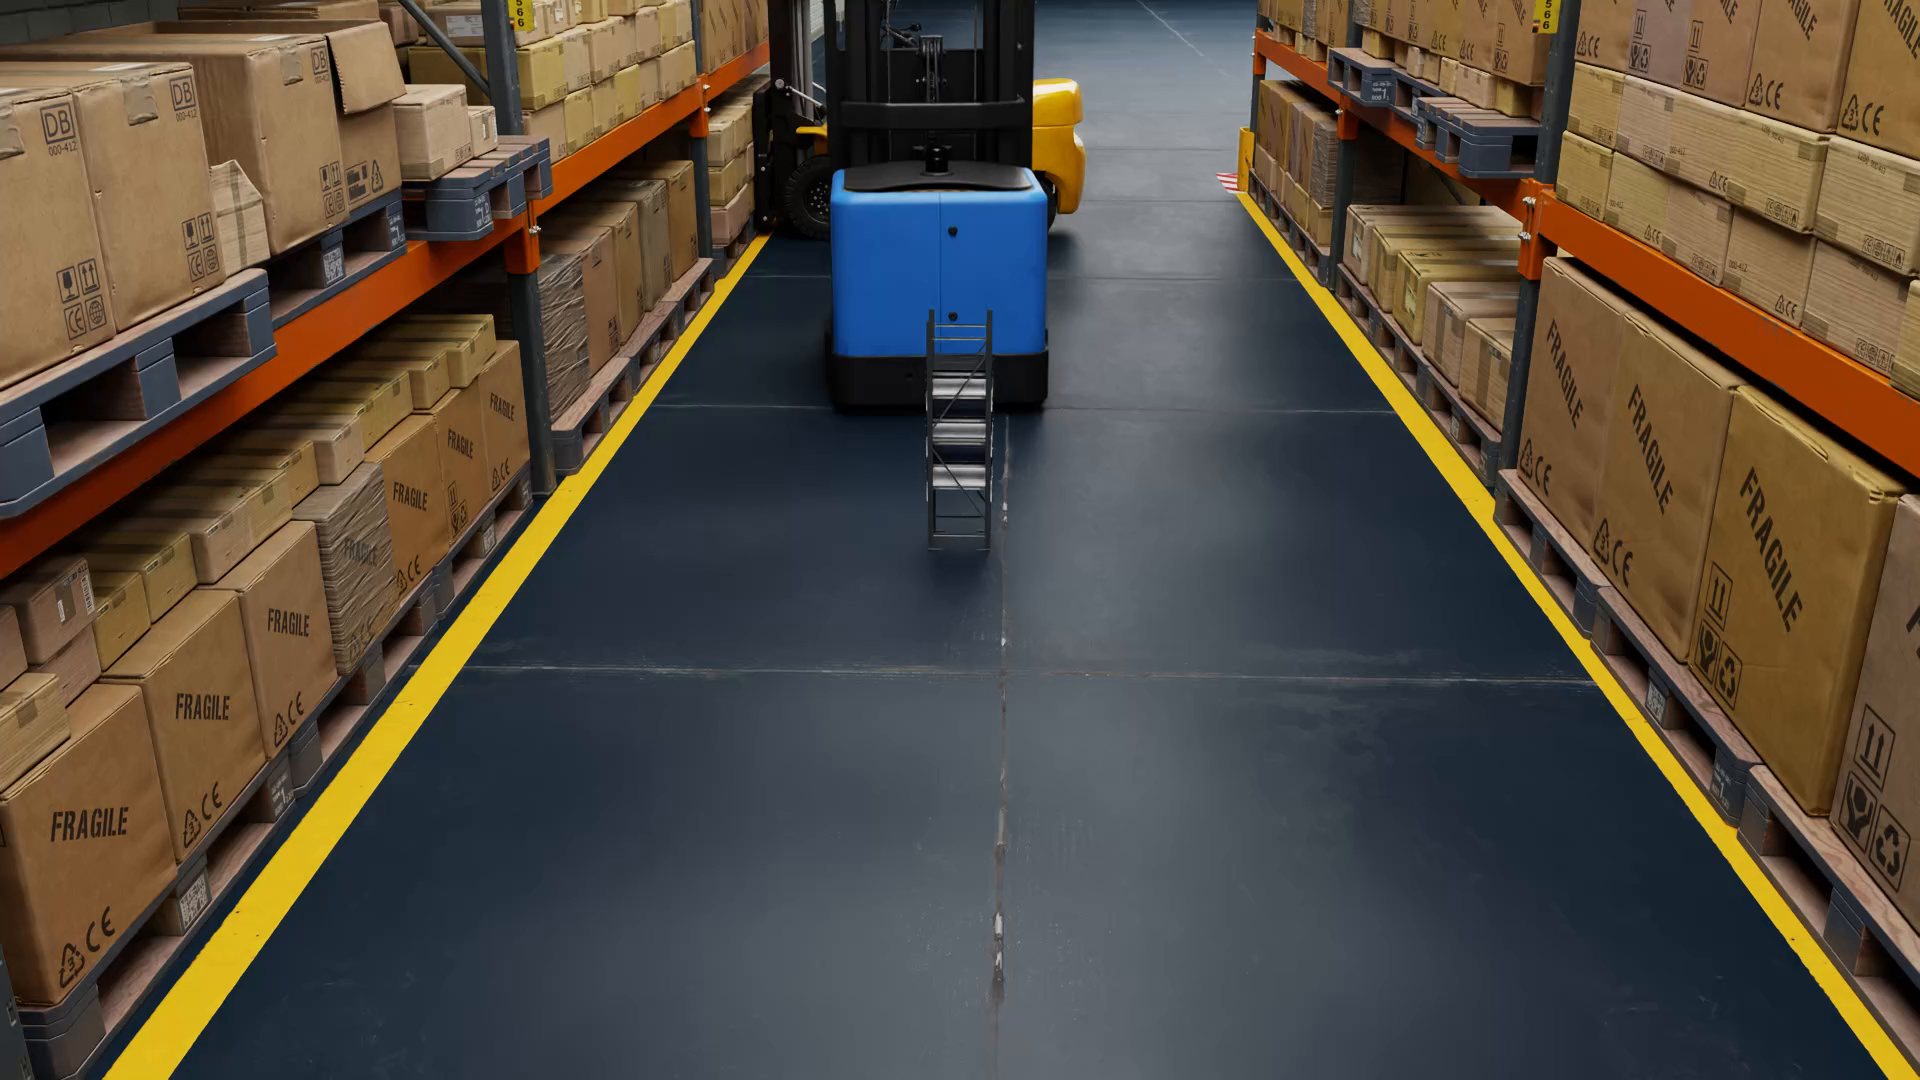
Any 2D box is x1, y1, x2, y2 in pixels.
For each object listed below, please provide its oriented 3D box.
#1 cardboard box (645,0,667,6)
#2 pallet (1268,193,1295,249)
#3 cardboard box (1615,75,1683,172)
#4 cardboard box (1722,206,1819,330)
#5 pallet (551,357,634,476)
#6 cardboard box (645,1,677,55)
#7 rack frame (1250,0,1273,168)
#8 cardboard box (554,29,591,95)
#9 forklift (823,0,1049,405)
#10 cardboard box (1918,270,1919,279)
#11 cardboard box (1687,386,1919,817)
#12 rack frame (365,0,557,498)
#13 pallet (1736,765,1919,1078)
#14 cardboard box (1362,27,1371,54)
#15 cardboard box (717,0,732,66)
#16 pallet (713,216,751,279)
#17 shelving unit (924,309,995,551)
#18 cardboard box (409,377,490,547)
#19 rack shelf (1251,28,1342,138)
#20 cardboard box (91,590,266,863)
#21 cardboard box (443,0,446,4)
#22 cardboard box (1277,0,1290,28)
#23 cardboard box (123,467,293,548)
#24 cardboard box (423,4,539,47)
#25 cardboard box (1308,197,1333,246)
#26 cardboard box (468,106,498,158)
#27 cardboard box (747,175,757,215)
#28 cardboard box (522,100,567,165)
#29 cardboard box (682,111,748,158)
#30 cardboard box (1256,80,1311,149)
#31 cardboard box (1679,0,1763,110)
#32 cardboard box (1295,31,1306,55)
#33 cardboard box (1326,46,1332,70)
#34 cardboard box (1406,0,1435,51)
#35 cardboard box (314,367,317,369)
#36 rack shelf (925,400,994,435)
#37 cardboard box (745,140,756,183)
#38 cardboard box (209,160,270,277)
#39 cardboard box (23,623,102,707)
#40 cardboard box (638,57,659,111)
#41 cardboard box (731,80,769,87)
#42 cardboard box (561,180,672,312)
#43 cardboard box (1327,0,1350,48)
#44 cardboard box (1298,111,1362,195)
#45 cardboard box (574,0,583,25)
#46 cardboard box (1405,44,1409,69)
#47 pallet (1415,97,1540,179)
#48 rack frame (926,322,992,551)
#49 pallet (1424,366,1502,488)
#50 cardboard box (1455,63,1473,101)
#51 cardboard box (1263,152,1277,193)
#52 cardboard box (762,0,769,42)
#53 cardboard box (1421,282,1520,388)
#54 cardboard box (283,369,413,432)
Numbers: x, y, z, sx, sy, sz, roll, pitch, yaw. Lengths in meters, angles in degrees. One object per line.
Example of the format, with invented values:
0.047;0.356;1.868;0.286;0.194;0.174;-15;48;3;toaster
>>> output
-1.813;-2.994;9.065;0.380;0.149;0.250;0;21;0;cardboard box
2.882;-2.382;12.375;1.003;0.211;1.213;1;21;2;pallet
2.462;-1.346;5.366;0.500;0.250;0.500;1;21;3;cardboard box
2.443;-0.752;4.527;0.500;0.250;0.500;1;21;2;cardboard box
-2.157;-0.600;7.784;1.003;0.211;1.213;1;21;2;pallet
-1.867;-2.846;9.233;0.500;0.250;0.500;0;21;0;cardboard box
2.984;-4.442;13.831;1.000;3.000;0.127;1;21;2;rack frame
-1.947;-2.105;7.324;0.500;0.250;0.500;1;21;3;cardboard box
-0.174;-2.503;8.928;1.130;2.935;3.031;-1;21;-3;forklift
2.397;-0.610;3.469;0.500;0.250;0.500;1;21;3;cardboard box
2.578;0.139;4.379;0.875;0.875;0.875;1;21;3;cardboard box
-2.221;-1.603;6.514;1.000;3.000;0.127;1;21;2;rack frame
2.567;0.917;3.875;1.003;0.211;1.213;1;21;2;pallet
2.530;-2.878;9.567;0.380;0.149;0.250;1;21;2;cardboard box
-1.825;-3.442;11.115;0.500;0.500;0.500;1;21;3;cardboard box
-2.033;-2.036;11.485;1.003;0.211;1.213;1;21;2;pallet
0.000;-0.417;6.359;0.258;0.900;0.210;1;21;2;shelving unit
-2.044;-0.297;6.024;0.500;0.500;0.500;0;21;1;cardboard box
2.923;-3.384;12.098;1.077;0.370;4.000;1;21;2;rack shelf
-2.096;0.448;4.103;0.500;0.500;0.500;0;21;1;cardboard box
-2.510;-2.350;7.404;0.380;0.149;0.250;0;21;1;cardboard box
2.666;-4.088;12.368;0.500;0.500;0.500;0;21;1;cardboard box
-2.088;-0.089;4.590;0.380;0.149;0.250;1;21;4;cardboard box
-1.917;-2.064;6.667;0.380;0.149;0.250;1;21;3;cardboard box
2.612;-2.127;11.084;0.500;0.250;0.500;2;21;4;cardboard box
-1.857;-1.440;5.860;0.380;0.149;0.250;1;21;3;cardboard box
-1.753;-2.504;12.057;0.500;0.250;0.500;1;21;3;cardboard box
-1.963;-1.691;6.947;0.500;0.250;0.500;1;21;2;cardboard box
-1.745;-2.786;11.400;0.500;0.250;0.500;1;21;2;cardboard box
2.683;-3.409;13.351;0.500;0.500;0.500;0;21;0;cardboard box
2.445;-1.521;4.781;0.500;0.500;0.500;1;21;3;cardboard box
2.604;-3.551;11.883;0.380;0.149;0.250;1;21;2;cardboard box
2.568;-3.089;10.690;0.380;0.149;0.250;1;21;3;cardboard box
2.513;-2.665;8.121;0.500;0.500;0.500;0;21;-1;cardboard box
-2.583;-0.655;6.049;0.380;0.149;0.250;1;21;3;cardboard box
0.000;-0.469;6.338;0.258;0.077;0.200;1;21;2;rack shelf
-1.736;-2.732;11.952;0.500;0.250;0.500;0;21;1;cardboard box
-1.917;-0.788;4.018;0.396;0.266;0.258;2;21;4;cardboard box
-2.134;0.283;3.632;0.380;0.149;0.250;0;21;0;cardboard box
-1.908;-2.433;8.861;0.500;0.250;0.500;1;21;2;cardboard box
-1.689;-3.521;13.295;0.500;0.250;0.500;1;21;3;cardboard box
-2.135;-1.669;9.385;0.875;0.625;0.625;0;21;1;cardboard box
2.627;-3.345;10.453;0.500;0.500;0.500;0;21;0;cardboard box
2.626;-2.660;11.423;0.500;0.500;0.500;1;21;3;cardboard box
-1.955;-2.440;7.635;0.380;0.149;0.250;1;21;2;cardboard box
2.522;-2.503;8.600;0.380;0.149;0.250;1;21;2;cardboard box
2.656;-1.719;7.078;1.213;0.211;1.003;1;21;2;pallet
-0.003;-0.380;6.264;0.240;0.900;0.006;1;21;2;rack frame
2.766;-0.532;7.609;1.003;0.211;1.213;1;21;2;pallet
2.430;-2.030;7.380;0.380;0.149;0.250;0;21;-1;cardboard box
2.660;-2.883;13.033;0.500;0.250;0.500;1;21;4;cardboard box
-1.755;-4.174;13.001;0.500;0.500;0.500;1;21;3;cardboard box
2.782;-0.992;7.990;0.950;0.372;0.625;0;21;1;cardboard box
-2.065;-0.466;5.561;0.380;0.149;0.250;1;21;3;cardboard box
